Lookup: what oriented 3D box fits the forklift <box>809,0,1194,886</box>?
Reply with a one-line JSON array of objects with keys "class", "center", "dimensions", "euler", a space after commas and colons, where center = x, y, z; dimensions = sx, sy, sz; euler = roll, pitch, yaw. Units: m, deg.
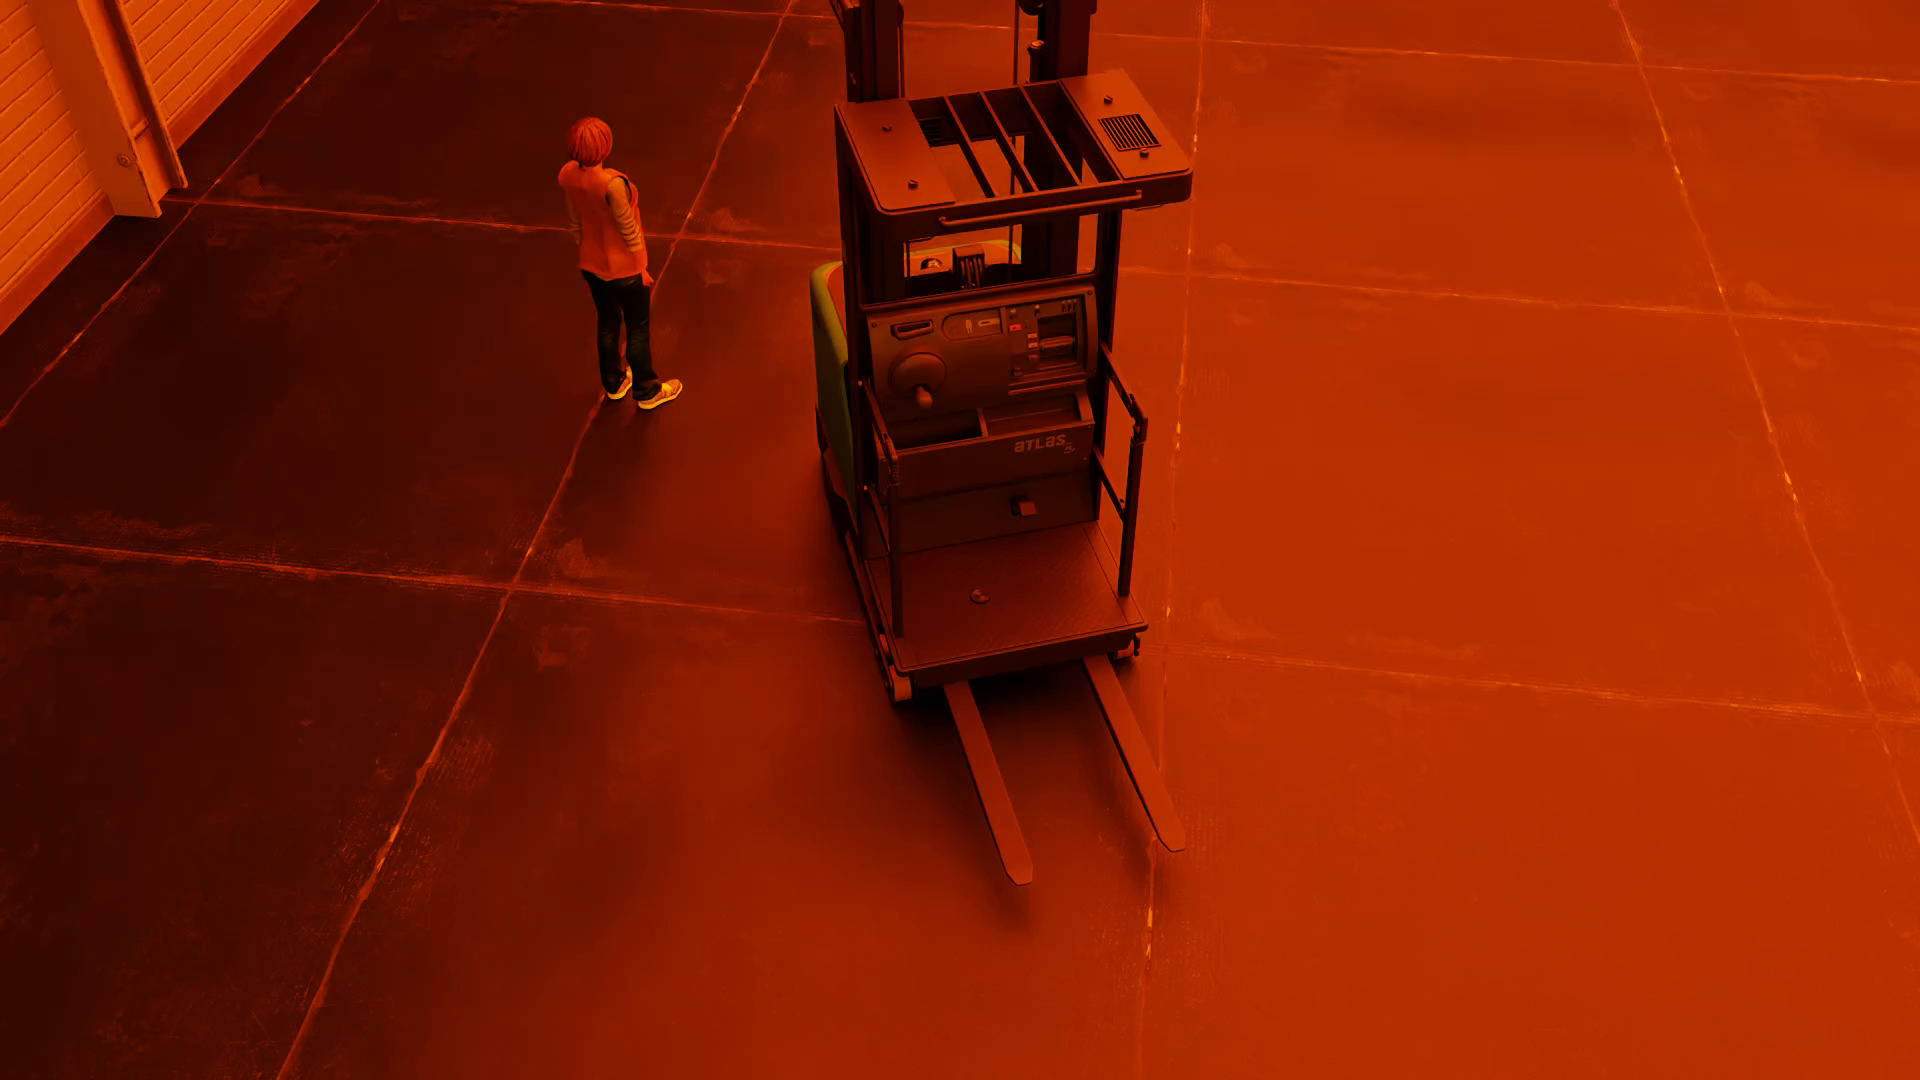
[{"class": "forklift", "center": [0.153, -0.681, 6.465], "dimensions": [1.130, 2.935, 3.031], "euler": [-10, 44, -11]}]

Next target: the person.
[{"class": "person", "center": [-1.696, -1.352, 8.182], "dimensions": [0.403, 1.601, 0.323], "euler": [20, 46, 20]}]
